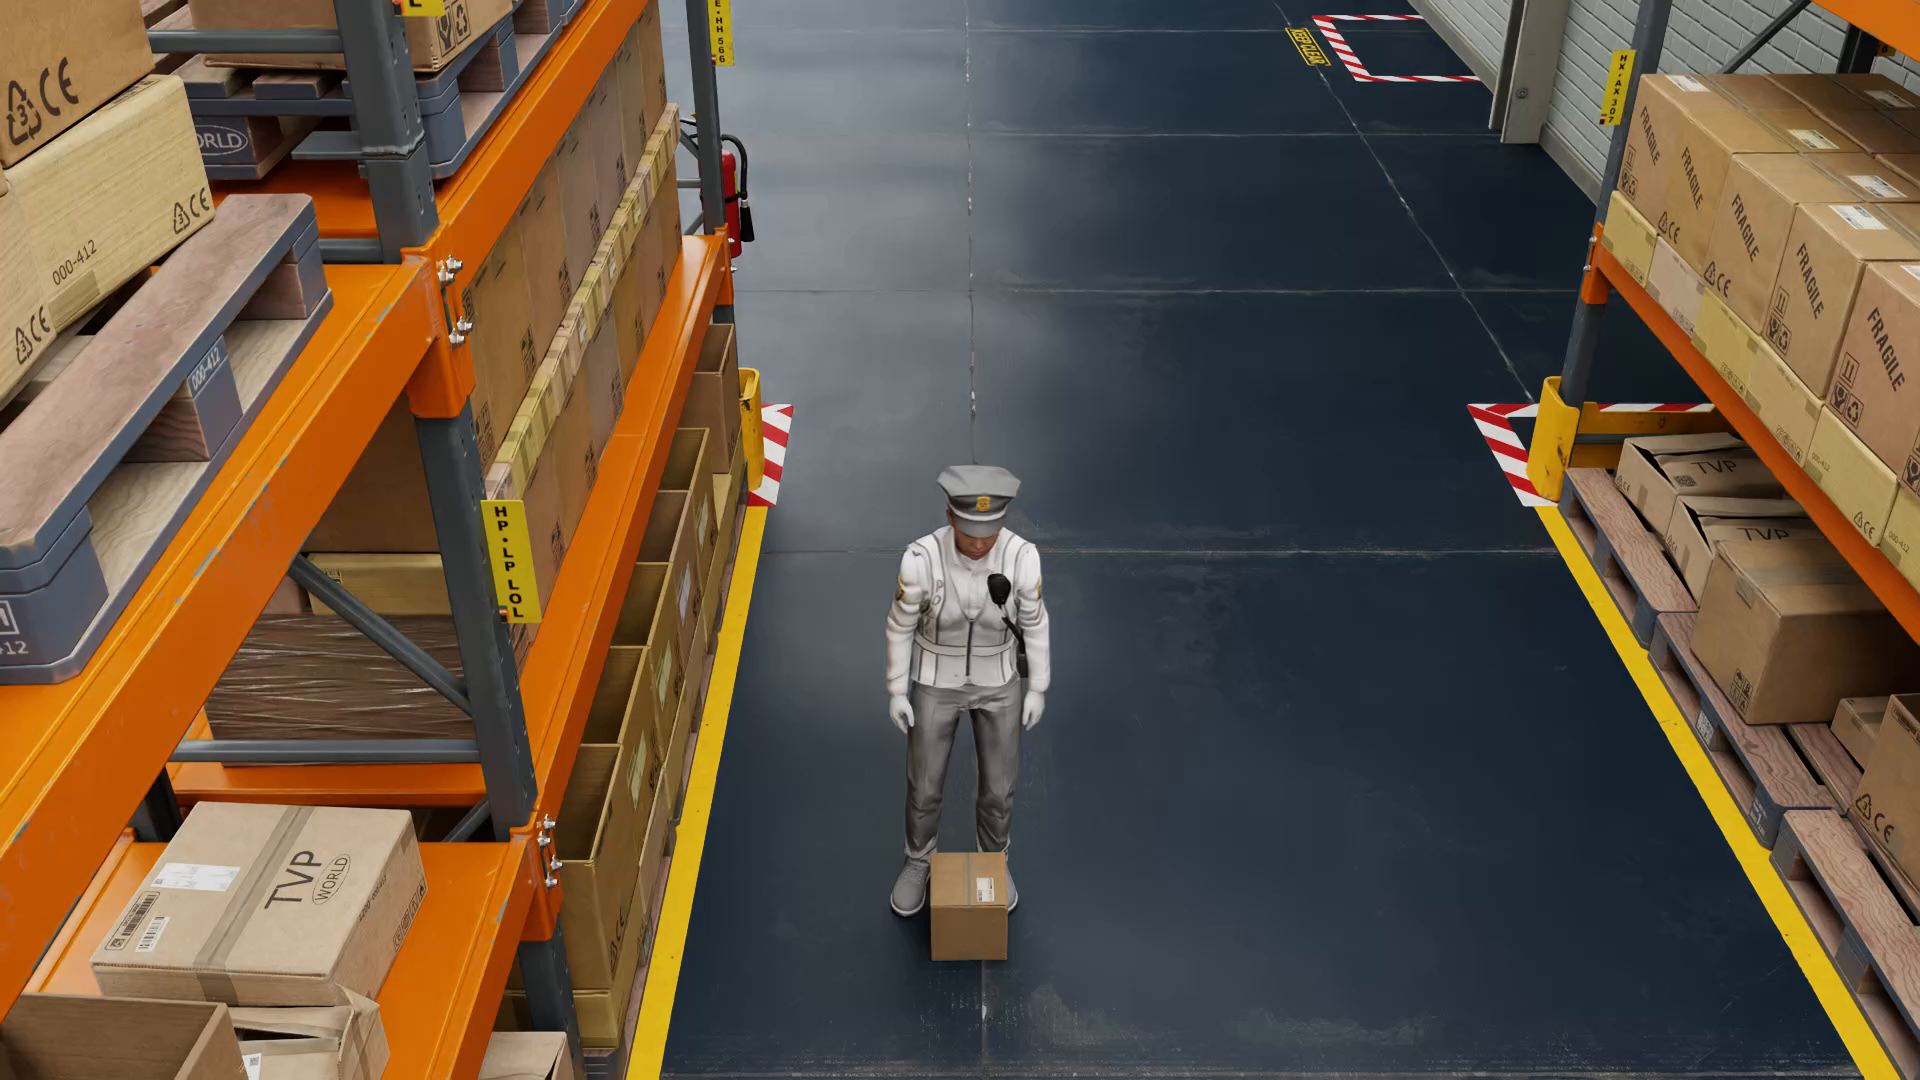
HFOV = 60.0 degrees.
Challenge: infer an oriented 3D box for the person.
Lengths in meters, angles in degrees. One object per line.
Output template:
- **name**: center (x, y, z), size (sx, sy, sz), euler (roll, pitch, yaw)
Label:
- **person**: center (0.024, 0.485, 5.347), size (0.534, 1.662, 0.374), euler (-1, 32, -2)
